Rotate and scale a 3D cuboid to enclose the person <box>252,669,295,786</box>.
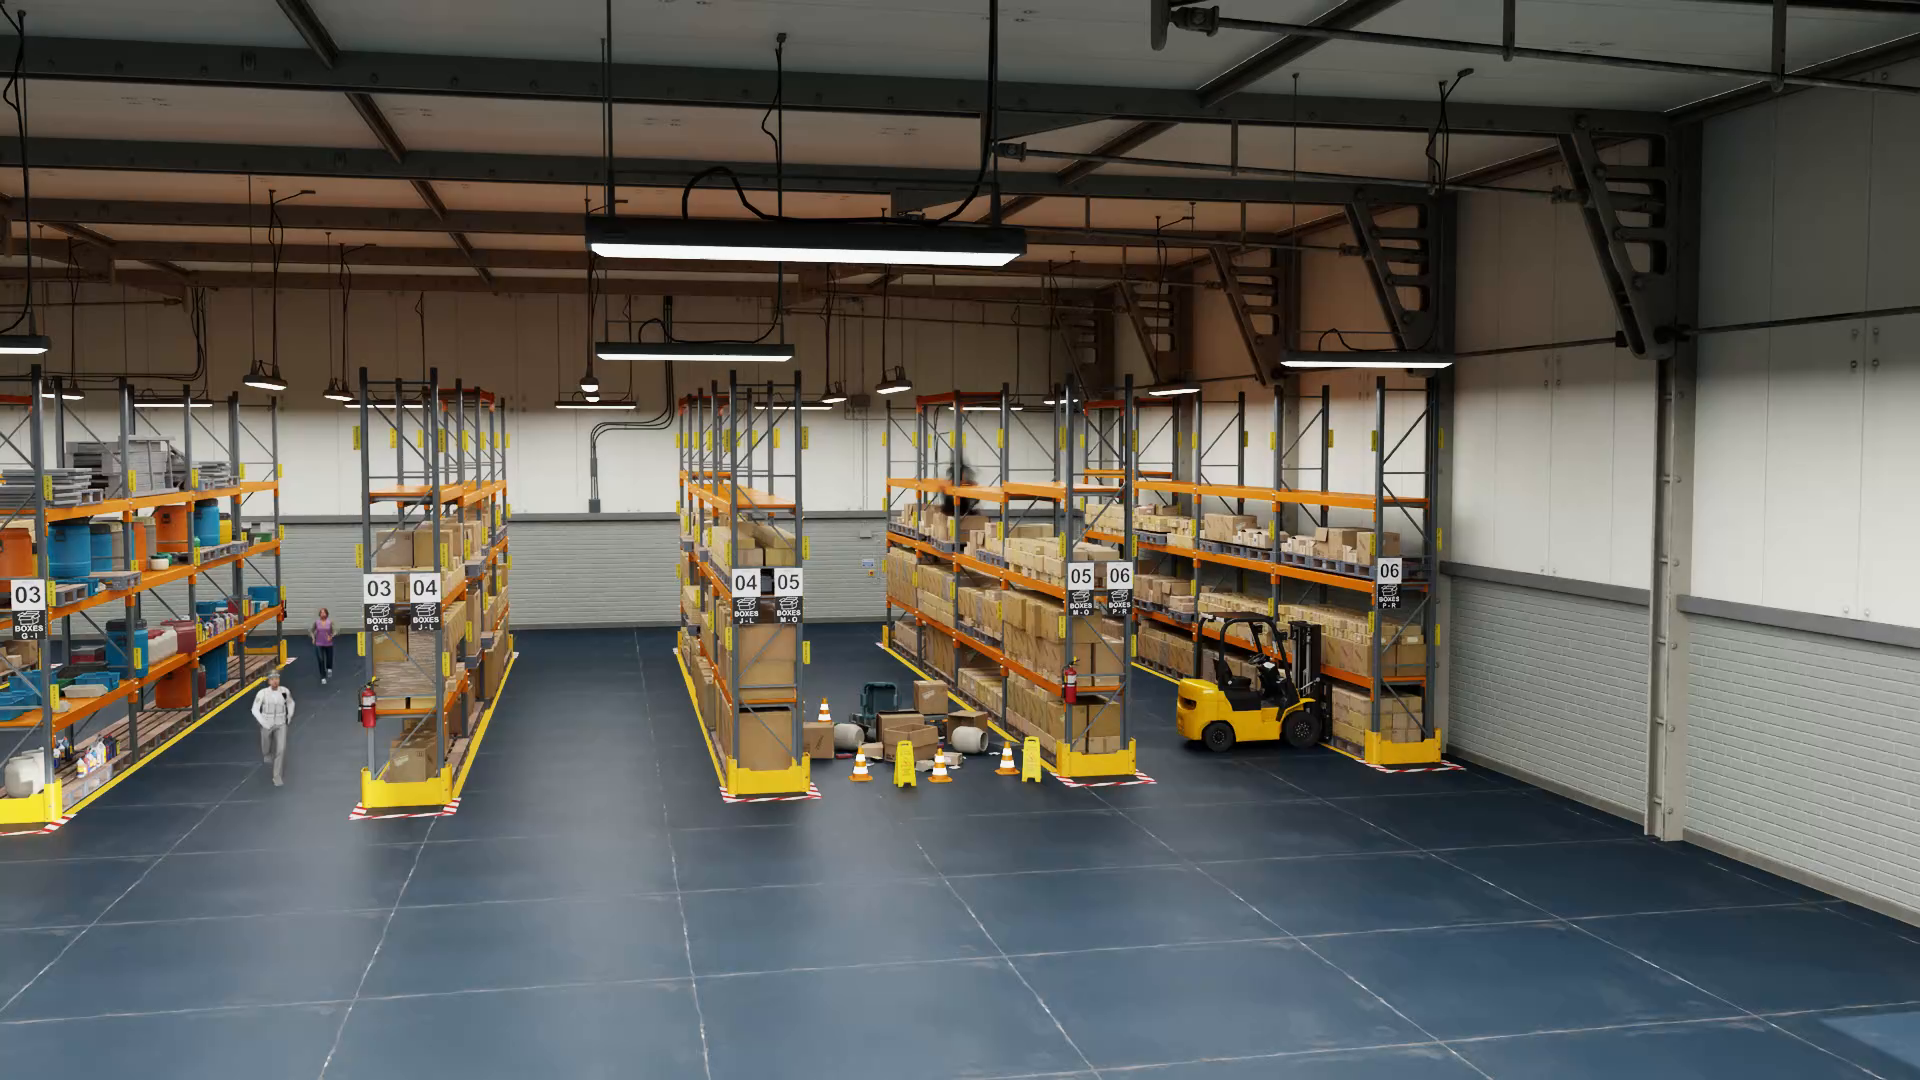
[{"bbox_3d":[-10.100,2.737,24.494,0.602,1.685,0.880,-2,4,-25],"label":"person"}]

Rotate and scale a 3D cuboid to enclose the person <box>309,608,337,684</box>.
[{"bbox_3d":[-13.162,2.178,34.384,0.541,1.552,0.666,-1,4,-18],"label":"person"}]

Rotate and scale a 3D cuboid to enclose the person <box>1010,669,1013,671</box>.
[{"bbox_3d":[1.149,2.036,36.160,0.577,1.620,0.562,-1,4,-17],"label":"person"}]
